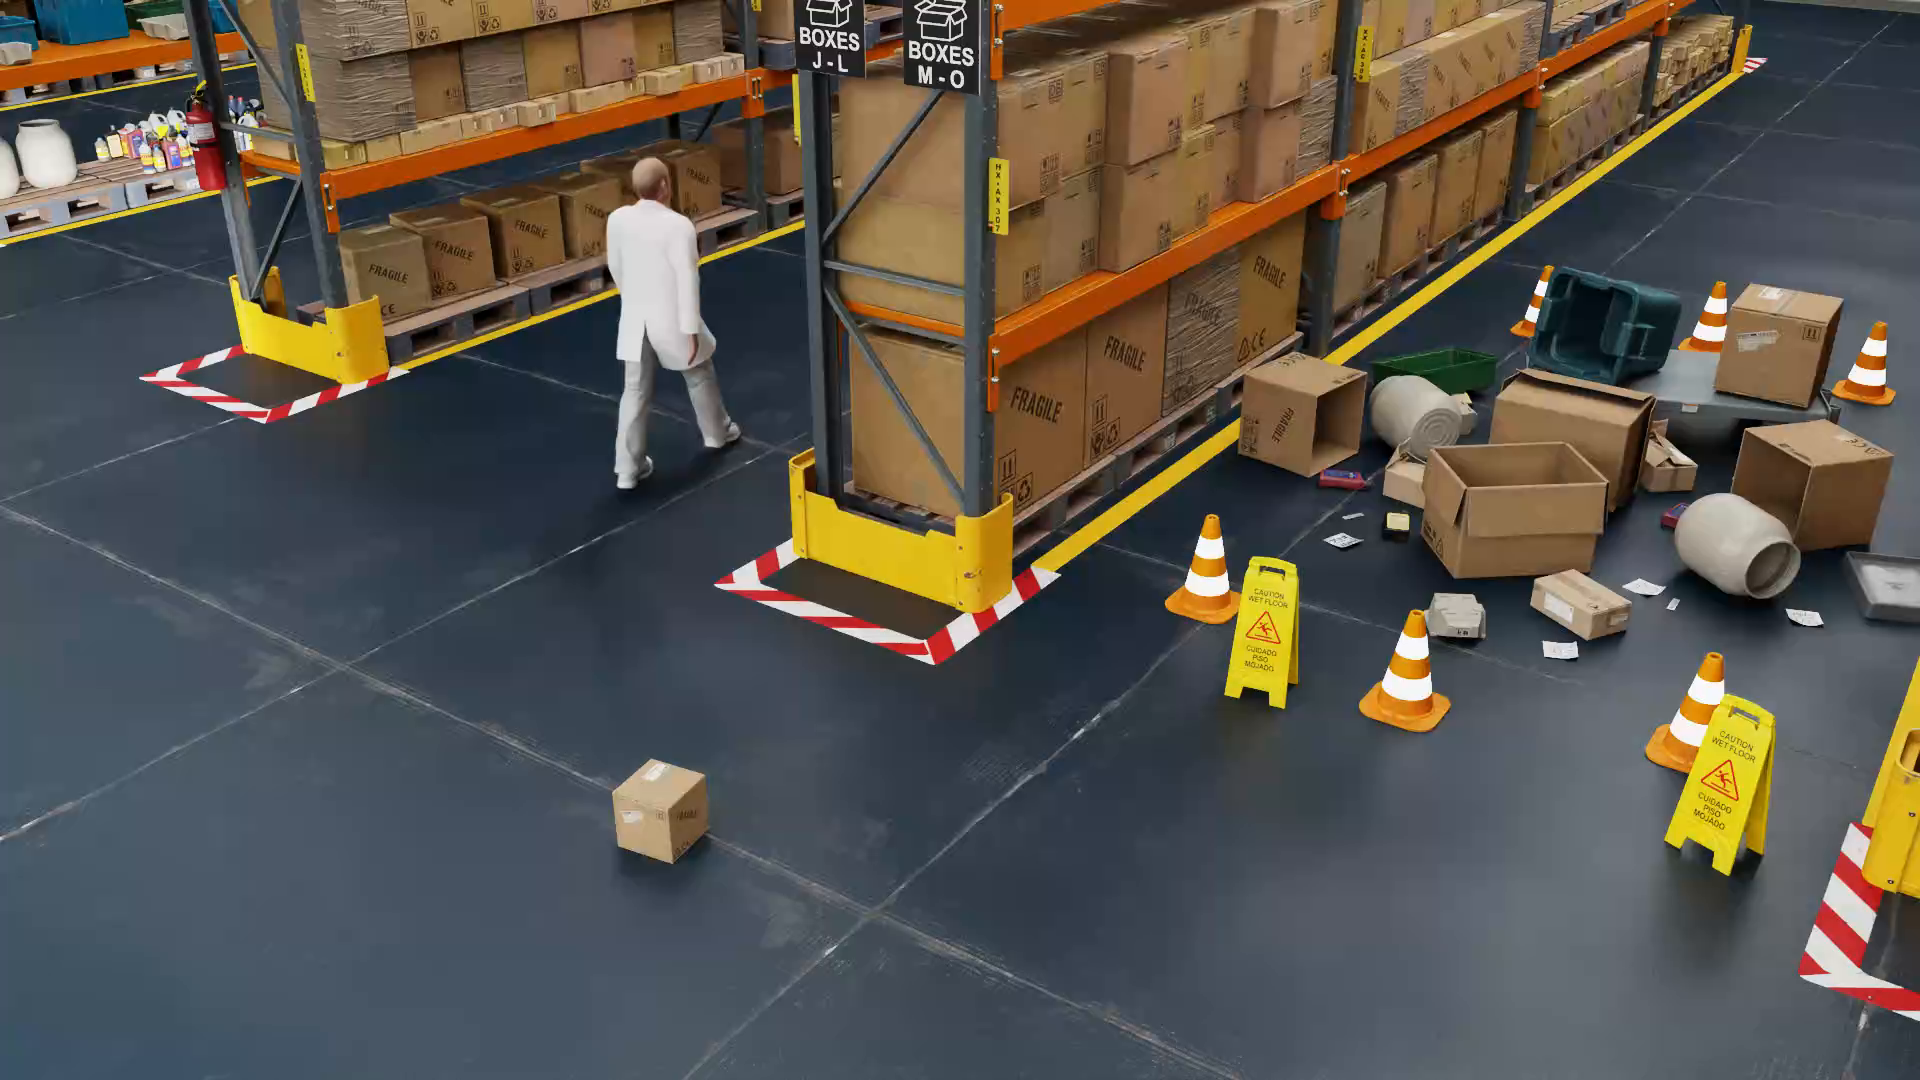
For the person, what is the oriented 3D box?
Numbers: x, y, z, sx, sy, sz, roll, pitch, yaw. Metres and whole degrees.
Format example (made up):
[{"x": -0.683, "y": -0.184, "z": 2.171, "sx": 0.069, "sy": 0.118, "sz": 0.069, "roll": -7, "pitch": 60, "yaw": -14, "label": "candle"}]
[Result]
[{"x": -1.592, "y": -1.222, "z": 9.046, "sx": 0.638, "sy": 1.743, "sz": 1.048, "roll": 9, "pitch": 28, "yaw": 17, "label": "person"}]
